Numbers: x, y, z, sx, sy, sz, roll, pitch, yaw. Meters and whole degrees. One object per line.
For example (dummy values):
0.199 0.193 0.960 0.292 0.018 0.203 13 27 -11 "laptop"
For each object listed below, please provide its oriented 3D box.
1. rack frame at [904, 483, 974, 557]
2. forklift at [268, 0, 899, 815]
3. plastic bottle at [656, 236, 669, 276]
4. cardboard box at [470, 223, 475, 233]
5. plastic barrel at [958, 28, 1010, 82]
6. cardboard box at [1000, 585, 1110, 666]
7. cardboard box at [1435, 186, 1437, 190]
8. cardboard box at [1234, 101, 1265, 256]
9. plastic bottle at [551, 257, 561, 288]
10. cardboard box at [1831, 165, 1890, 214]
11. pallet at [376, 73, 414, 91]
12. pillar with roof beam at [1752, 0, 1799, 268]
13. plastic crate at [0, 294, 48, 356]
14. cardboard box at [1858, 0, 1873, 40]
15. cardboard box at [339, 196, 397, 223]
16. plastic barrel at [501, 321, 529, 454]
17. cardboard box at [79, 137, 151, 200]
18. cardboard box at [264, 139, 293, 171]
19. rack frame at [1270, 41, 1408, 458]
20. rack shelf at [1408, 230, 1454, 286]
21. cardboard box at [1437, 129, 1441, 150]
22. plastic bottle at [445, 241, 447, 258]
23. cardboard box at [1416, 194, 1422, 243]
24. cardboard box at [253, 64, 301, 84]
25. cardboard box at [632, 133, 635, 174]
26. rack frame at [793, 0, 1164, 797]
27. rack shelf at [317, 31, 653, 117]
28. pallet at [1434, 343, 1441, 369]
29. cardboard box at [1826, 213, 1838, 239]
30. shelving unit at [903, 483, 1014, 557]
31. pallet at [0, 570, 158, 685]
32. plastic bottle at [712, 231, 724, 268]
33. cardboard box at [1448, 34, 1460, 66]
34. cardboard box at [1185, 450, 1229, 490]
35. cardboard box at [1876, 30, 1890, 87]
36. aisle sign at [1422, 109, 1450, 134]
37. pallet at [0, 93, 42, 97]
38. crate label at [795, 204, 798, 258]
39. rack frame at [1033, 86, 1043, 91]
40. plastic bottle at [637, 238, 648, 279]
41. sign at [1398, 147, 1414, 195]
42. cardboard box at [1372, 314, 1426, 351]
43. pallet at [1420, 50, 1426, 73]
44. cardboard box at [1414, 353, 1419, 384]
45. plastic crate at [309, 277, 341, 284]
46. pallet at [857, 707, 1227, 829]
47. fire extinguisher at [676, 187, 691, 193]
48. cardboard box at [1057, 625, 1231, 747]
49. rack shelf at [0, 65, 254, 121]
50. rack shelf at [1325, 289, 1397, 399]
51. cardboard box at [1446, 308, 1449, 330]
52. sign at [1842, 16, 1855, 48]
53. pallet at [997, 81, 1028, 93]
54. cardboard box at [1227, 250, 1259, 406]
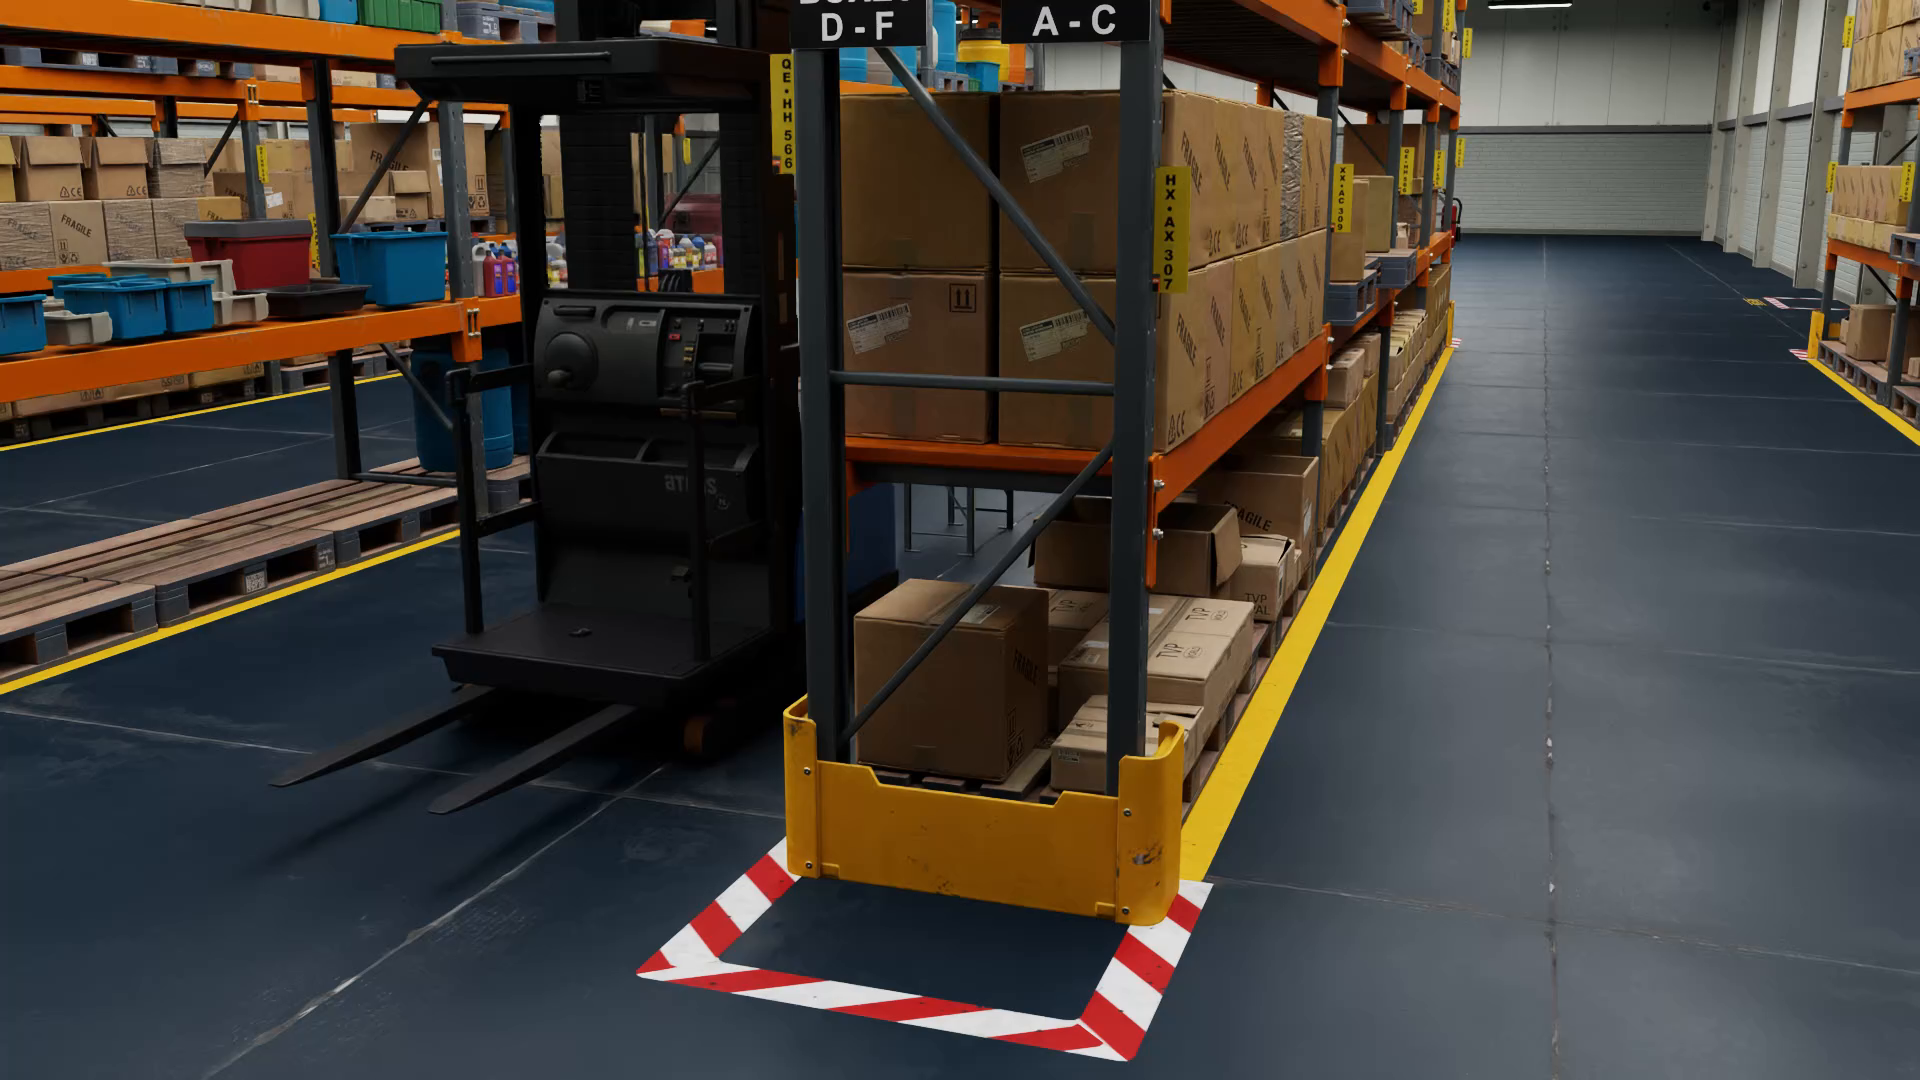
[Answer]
-0.116 -0.656 8.990 0.400 1.500 0.023 4 14 18 "rack frame"
-1.289 -0.741 6.147 1.130 2.935 3.031 5 14 21 "forklift"
-2.157 -2.057 12.020 0.061 0.283 0.133 4 14 18 "plastic bottle"
-5.661 -3.613 19.140 0.380 0.149 0.250 4 14 18 "cardboard box"
0.280 -5.664 19.456 0.600 0.588 0.600 0 13 0 "plastic barrel"
0.316 0.368 6.326 0.500 0.250 0.500 4 14 18 "cardboard box"
4.937 -3.851 17.936 0.380 0.149 0.250 5 14 20 "cardboard box"
0.759 -1.255 5.772 0.500 0.500 0.500 5 14 19 "cardboard box"
-2.630 -1.721 10.734 0.097 0.201 0.097 0 13 0 "plastic bottle"
9.464 -3.665 17.409 0.500 0.500 0.500 4 14 18 "cardboard box"
-6.085 -4.699 17.015 1.213 0.211 1.003 4 14 18 "pallet"
12.245 -10.256 34.200 9.100 9.000 0.400 4 14 18 "pillar with roof beam"
-4.044 -0.900 6.932 0.416 0.233 0.300 4 14 18 "plastic crate"
9.338 -5.284 16.640 0.500 0.500 0.500 4 14 18 "cardboard box"
-5.986 -3.295 16.575 0.500 0.250 0.500 4 13 17 "cardboard box"
-2.933 -1.072 11.216 0.600 0.901 0.708 4 14 18 "plastic barrel"
-7.212 -3.075 13.739 0.797 0.503 0.637 5 14 20 "cardboard box"
-9.424 -5.062 22.162 0.875 0.550 0.500 4 14 18 "cardboard box"
2.626 -2.113 12.003 1.000 3.000 0.127 4 14 18 "rack frame"
4.567 -3.025 17.618 1.077 0.370 4.000 4 14 18 "rack shelf"
5.034 -4.370 18.752 0.700 0.500 0.500 4 14 19 "cardboard box"
-3.366 -1.821 10.836 0.144 0.351 0.185 4 14 18 "plastic bottle"
4.222 -3.209 16.582 0.700 0.500 0.500 4 14 18 "cardboard box"
-6.353 -4.297 15.168 0.500 0.250 0.500 5 14 19 "cardboard box"
-4.422 -4.848 20.847 0.500 0.500 0.500 4 14 18 "cardboard box"
0.038 -0.428 4.623 1.000 3.000 0.127 4 14 18 "rack frame"
-2.707 -3.161 11.470 1.077 0.370 4.000 4 14 18 "rack shelf"
4.610 -2.018 17.853 1.003 0.211 1.213 4 14 18 "pallet"
9.445 -3.298 17.488 0.500 0.250 0.500 4 13 17 "cardboard box"
0.002 -0.733 9.327 0.431 1.500 0.755 4 14 18 "shelving unit"
-4.345 0.403 7.248 1.003 0.211 1.213 4 14 18 "pallet"
-1.862 -2.249 12.861 0.061 0.283 0.133 4 14 18 "plastic bottle"
4.911 -5.110 17.338 0.500 0.311 0.500 6 14 25 "cardboard box"
1.220 -0.391 9.088 0.500 0.500 0.500 4 14 18 "cardboard box"
9.033 -4.575 15.782 0.500 0.500 0.500 5 14 22 "cardboard box"
5.514 -5.057 19.062 0.394 0.787 0.004 4 14 18 "aisle sign"
-10.890 -4.950 18.120 1.003 0.211 1.213 5 14 21 "pallet"
-1.482 -2.677 14.396 0.502 0.435 0.616 4 14 18 "crate label"
0.529 -4.154 20.949 1.000 3.000 0.127 4 14 18 "rack frame"
-2.260 -1.990 11.726 0.061 0.283 0.133 4 14 18 "plastic bottle"
3.143 -2.601 11.721 0.100 0.325 0.005 4 14 18 "sign"
3.898 -1.877 14.944 0.500 0.311 0.500 5 14 20 "cardboard box"
3.647 -4.137 14.563 0.805 0.209 1.217 4 13 16 "pallet"
3.730 -1.497 14.540 0.500 0.250 0.500 5 14 20 "cardboard box"
-3.640 -1.441 9.518 0.396 0.136 0.243 4 14 18 "plastic crate"
0.319 0.747 5.739 1.003 0.211 1.213 4 14 18 "pallet"
-3.685 -4.464 22.480 0.296 0.674 0.183 4 14 18 "fire extinguisher"
0.644 0.498 5.754 0.500 0.250 0.500 4 14 18 "cardboard box"
-7.393 -3.517 13.033 1.077 0.370 4.000 4 14 18 "rack shelf"
1.979 -1.341 10.238 1.077 0.370 4.000 4 14 18 "rack shelf"
5.321 -2.527 19.054 0.500 0.250 0.500 4 14 18 "cardboard box"
9.389 -5.369 17.564 0.100 0.325 0.005 4 14 18 "sign"
0.169 -5.358 19.904 1.003 0.211 1.213 4 14 18 "pallet"
0.758 -0.766 5.878 0.500 0.500 0.500 4 14 18 "cardboard box"
